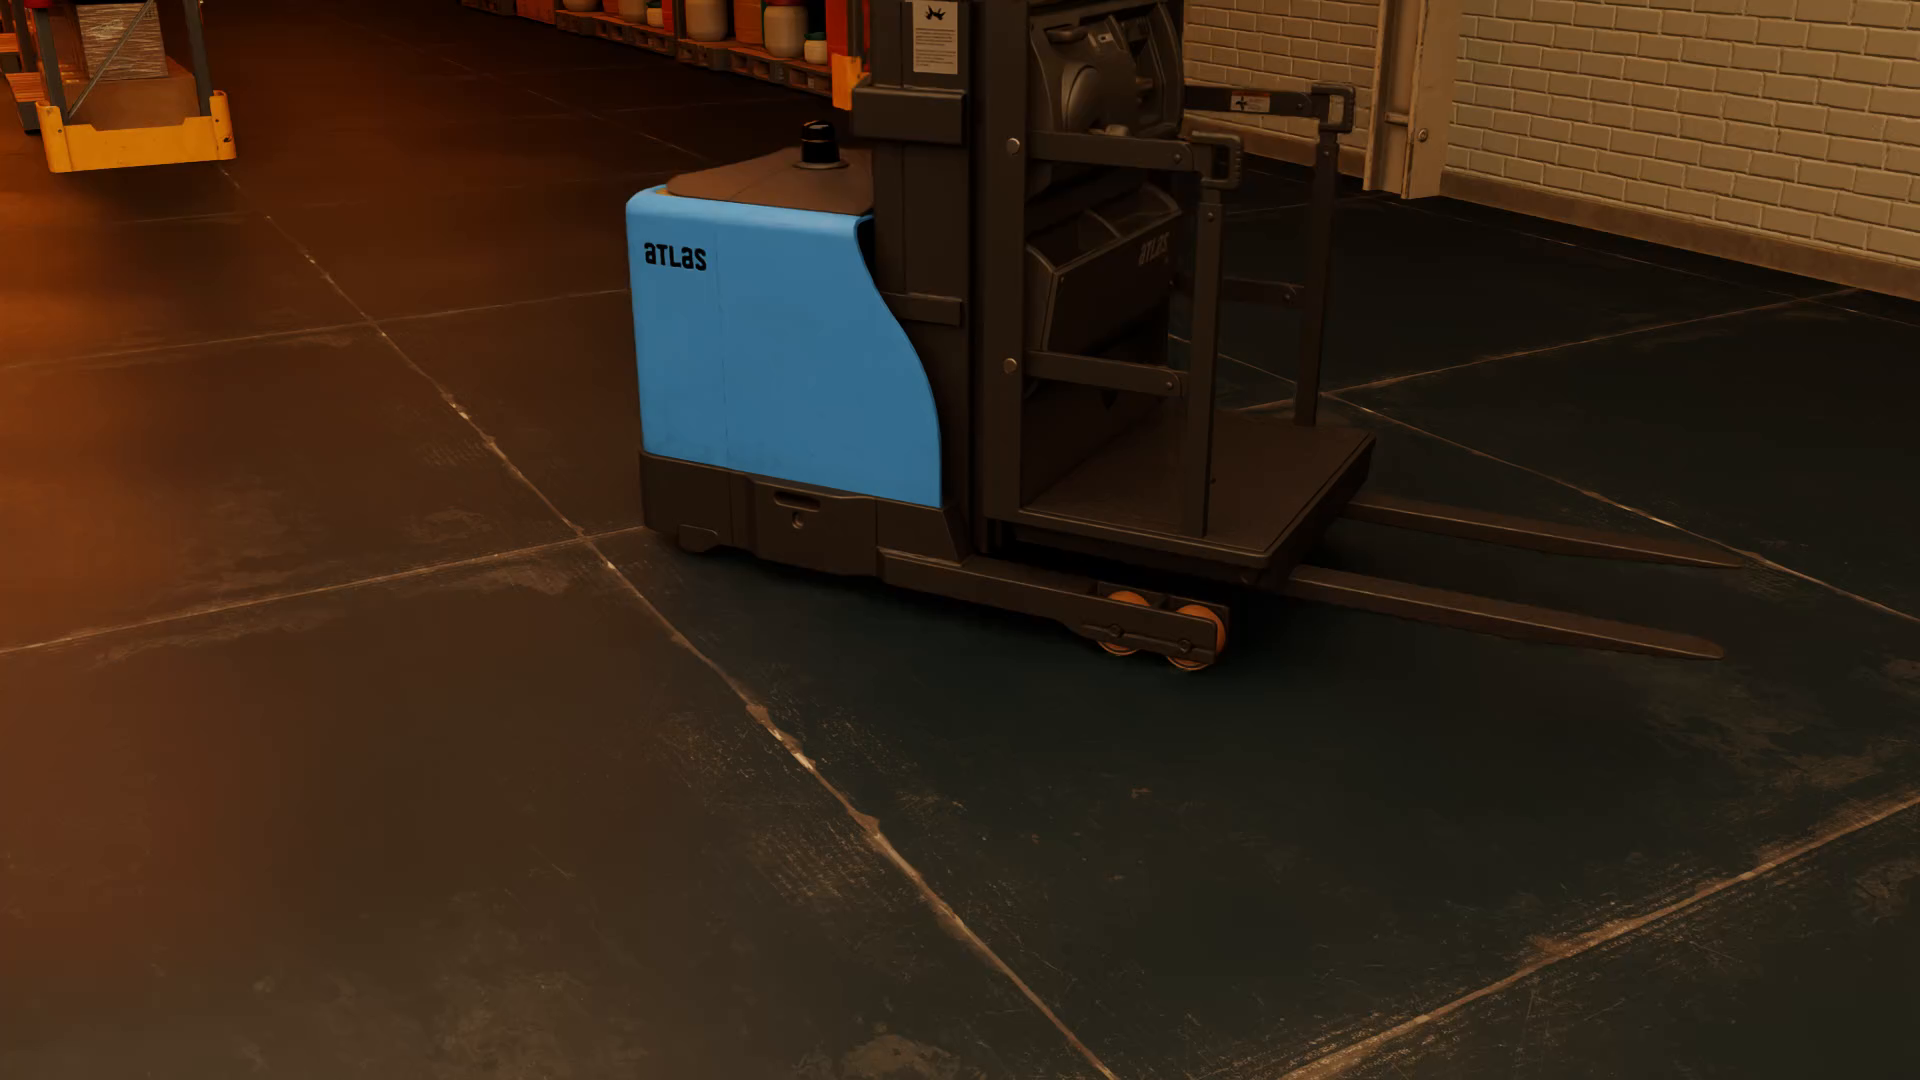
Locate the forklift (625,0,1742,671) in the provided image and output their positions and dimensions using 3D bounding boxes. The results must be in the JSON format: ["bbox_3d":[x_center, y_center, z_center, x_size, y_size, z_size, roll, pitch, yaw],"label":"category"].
[{"bbox_3d":[0.581,-1.248,4.315,3.031,2.935,1.130,11,25,25],"label":"forklift"}]
